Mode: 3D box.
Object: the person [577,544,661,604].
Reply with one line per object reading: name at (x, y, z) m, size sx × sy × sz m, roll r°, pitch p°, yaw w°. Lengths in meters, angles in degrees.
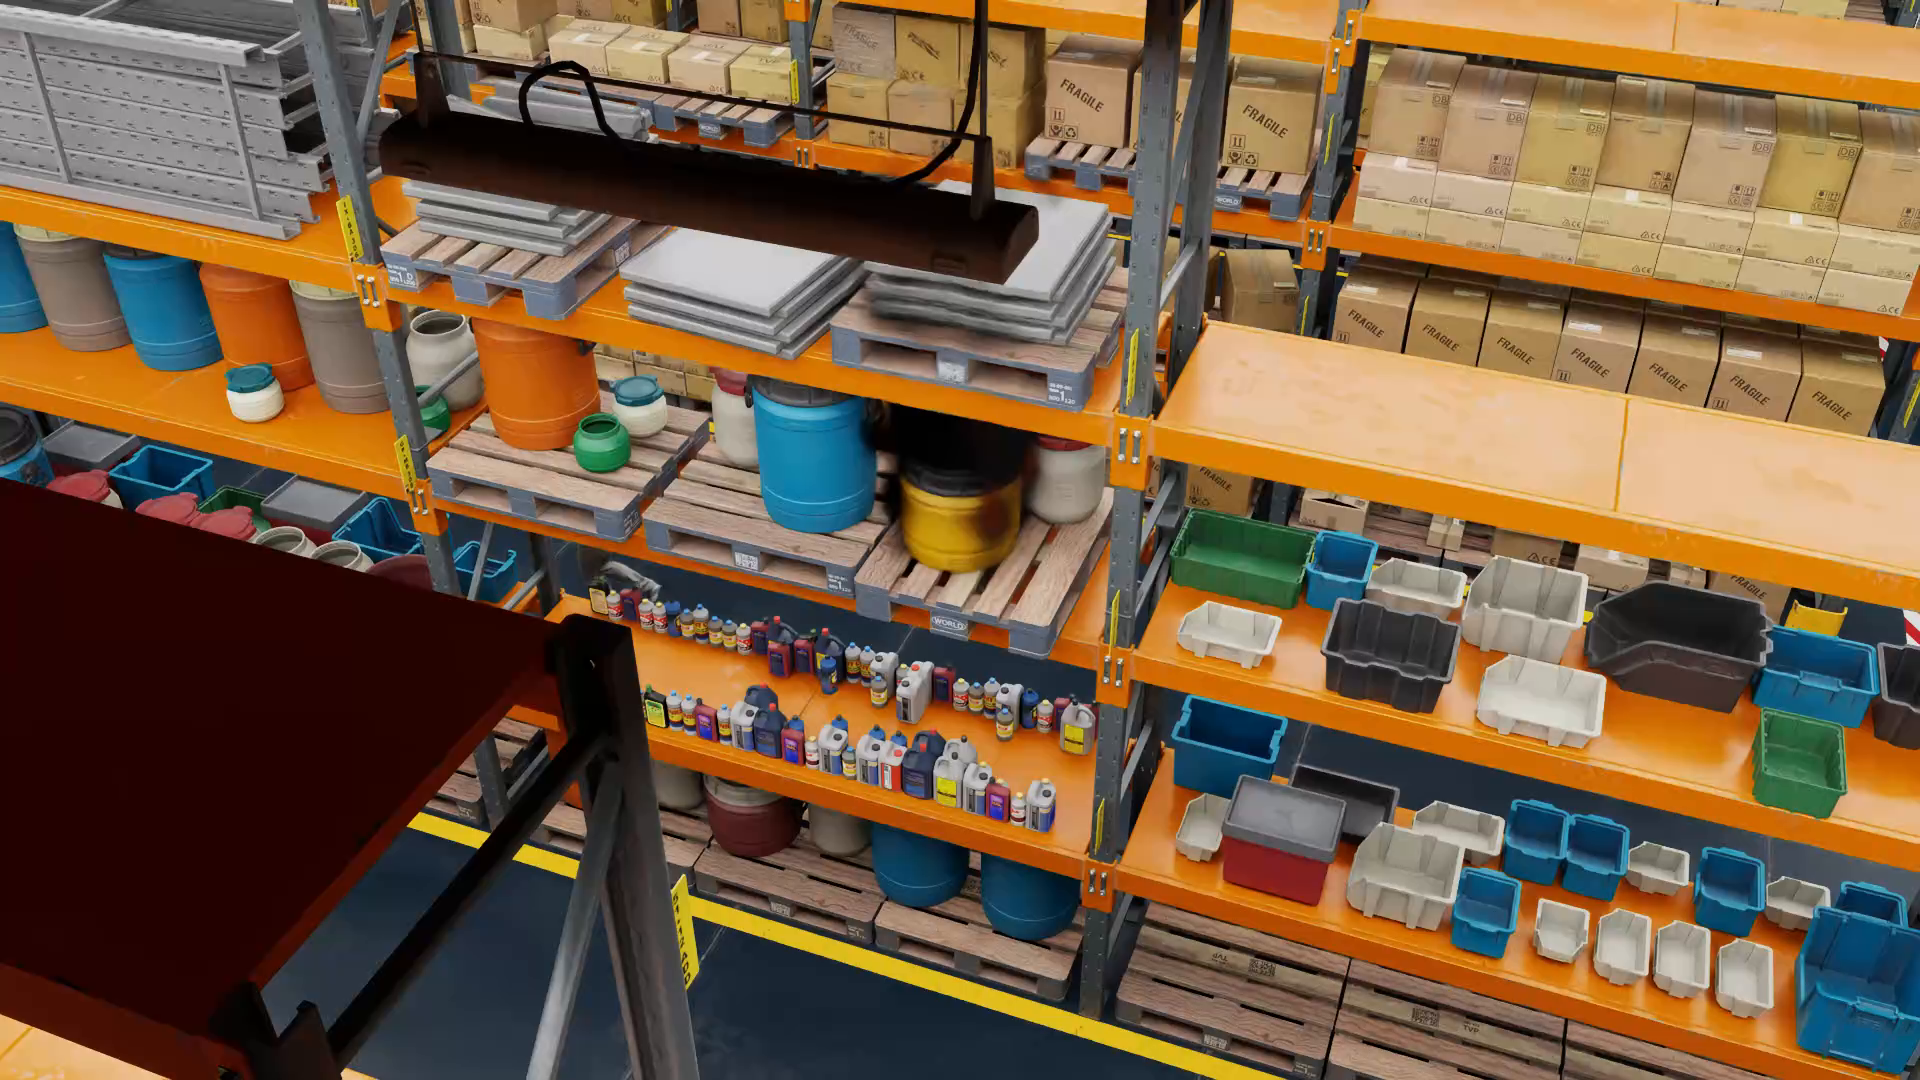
person at (-2.573, -0.020, 12.045) m, size 0.607 × 1.678 × 0.617 m, roll 14°, pitch 39°, yaw 18°
